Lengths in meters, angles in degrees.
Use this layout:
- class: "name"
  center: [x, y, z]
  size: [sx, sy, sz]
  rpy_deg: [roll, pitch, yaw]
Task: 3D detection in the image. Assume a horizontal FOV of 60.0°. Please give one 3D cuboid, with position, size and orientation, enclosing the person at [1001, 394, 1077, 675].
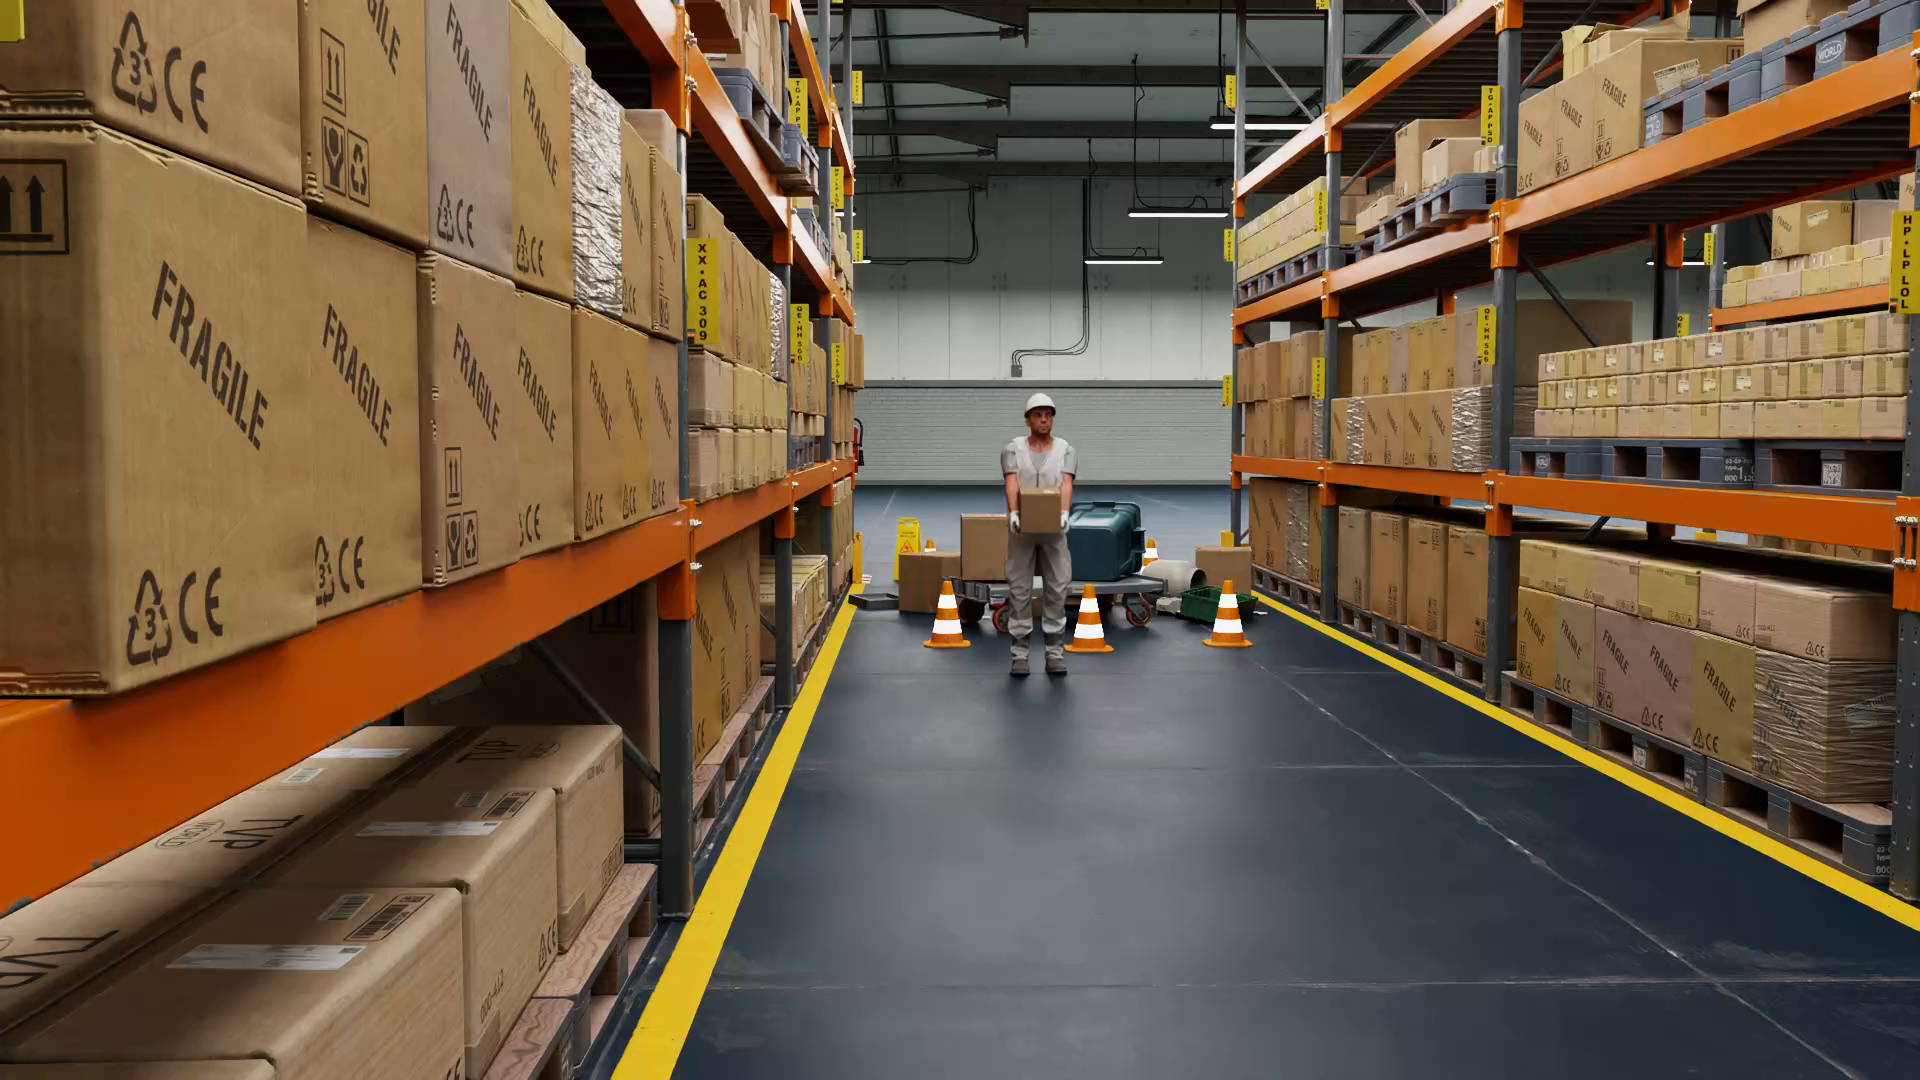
- class: "person"
  center: [0.508, -0.036, 10.562]
  size: [0.495, 1.785, 0.552]
  rpy_deg: [0, 4, -1]
